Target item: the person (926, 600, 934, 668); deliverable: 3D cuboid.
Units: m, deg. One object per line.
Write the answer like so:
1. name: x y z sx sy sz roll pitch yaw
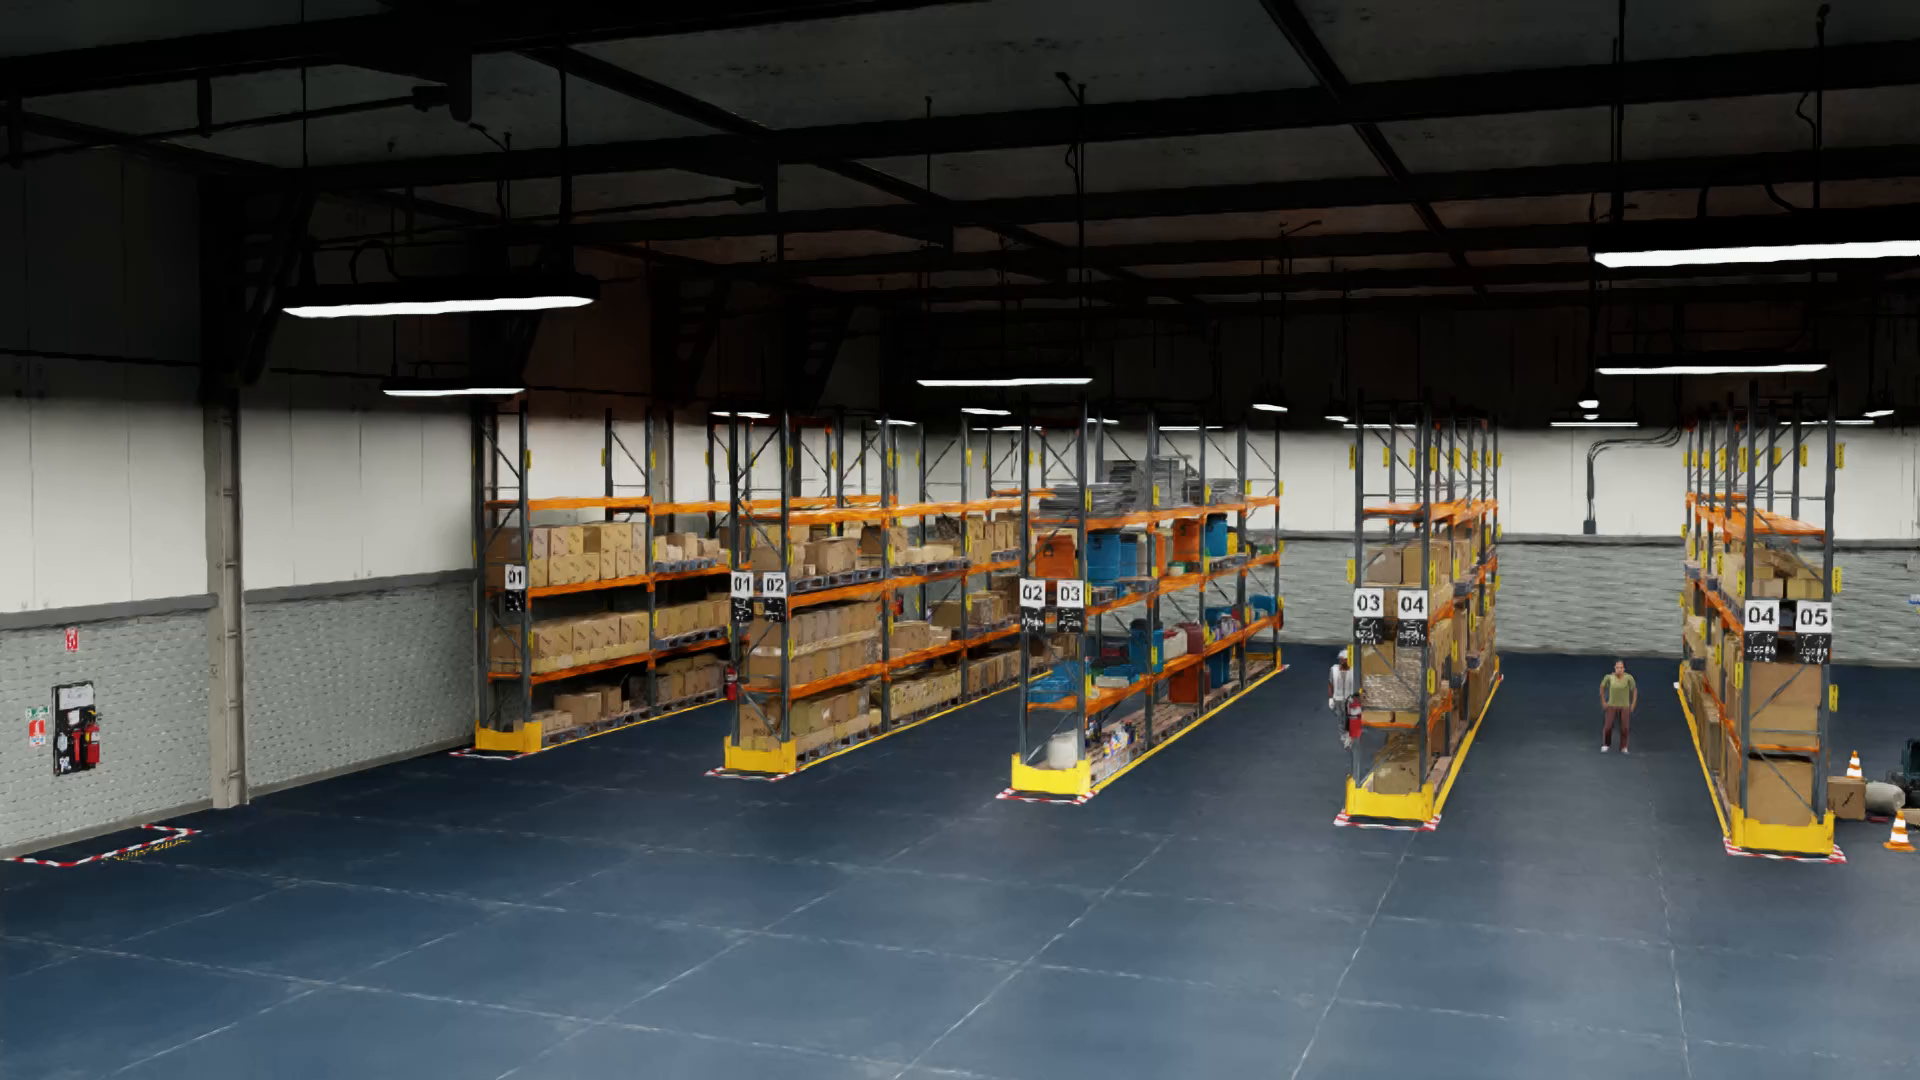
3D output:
1. person: -0.662 2.260 39.358 0.445 1.641 0.577 0 3 -4

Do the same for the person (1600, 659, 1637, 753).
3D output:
1. person: 11.205 2.822 28.312 0.598 1.619 0.507 1 3 20

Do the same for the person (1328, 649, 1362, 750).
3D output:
1. person: 6.647 2.735 28.783 0.566 1.706 1.122 1 3 24
